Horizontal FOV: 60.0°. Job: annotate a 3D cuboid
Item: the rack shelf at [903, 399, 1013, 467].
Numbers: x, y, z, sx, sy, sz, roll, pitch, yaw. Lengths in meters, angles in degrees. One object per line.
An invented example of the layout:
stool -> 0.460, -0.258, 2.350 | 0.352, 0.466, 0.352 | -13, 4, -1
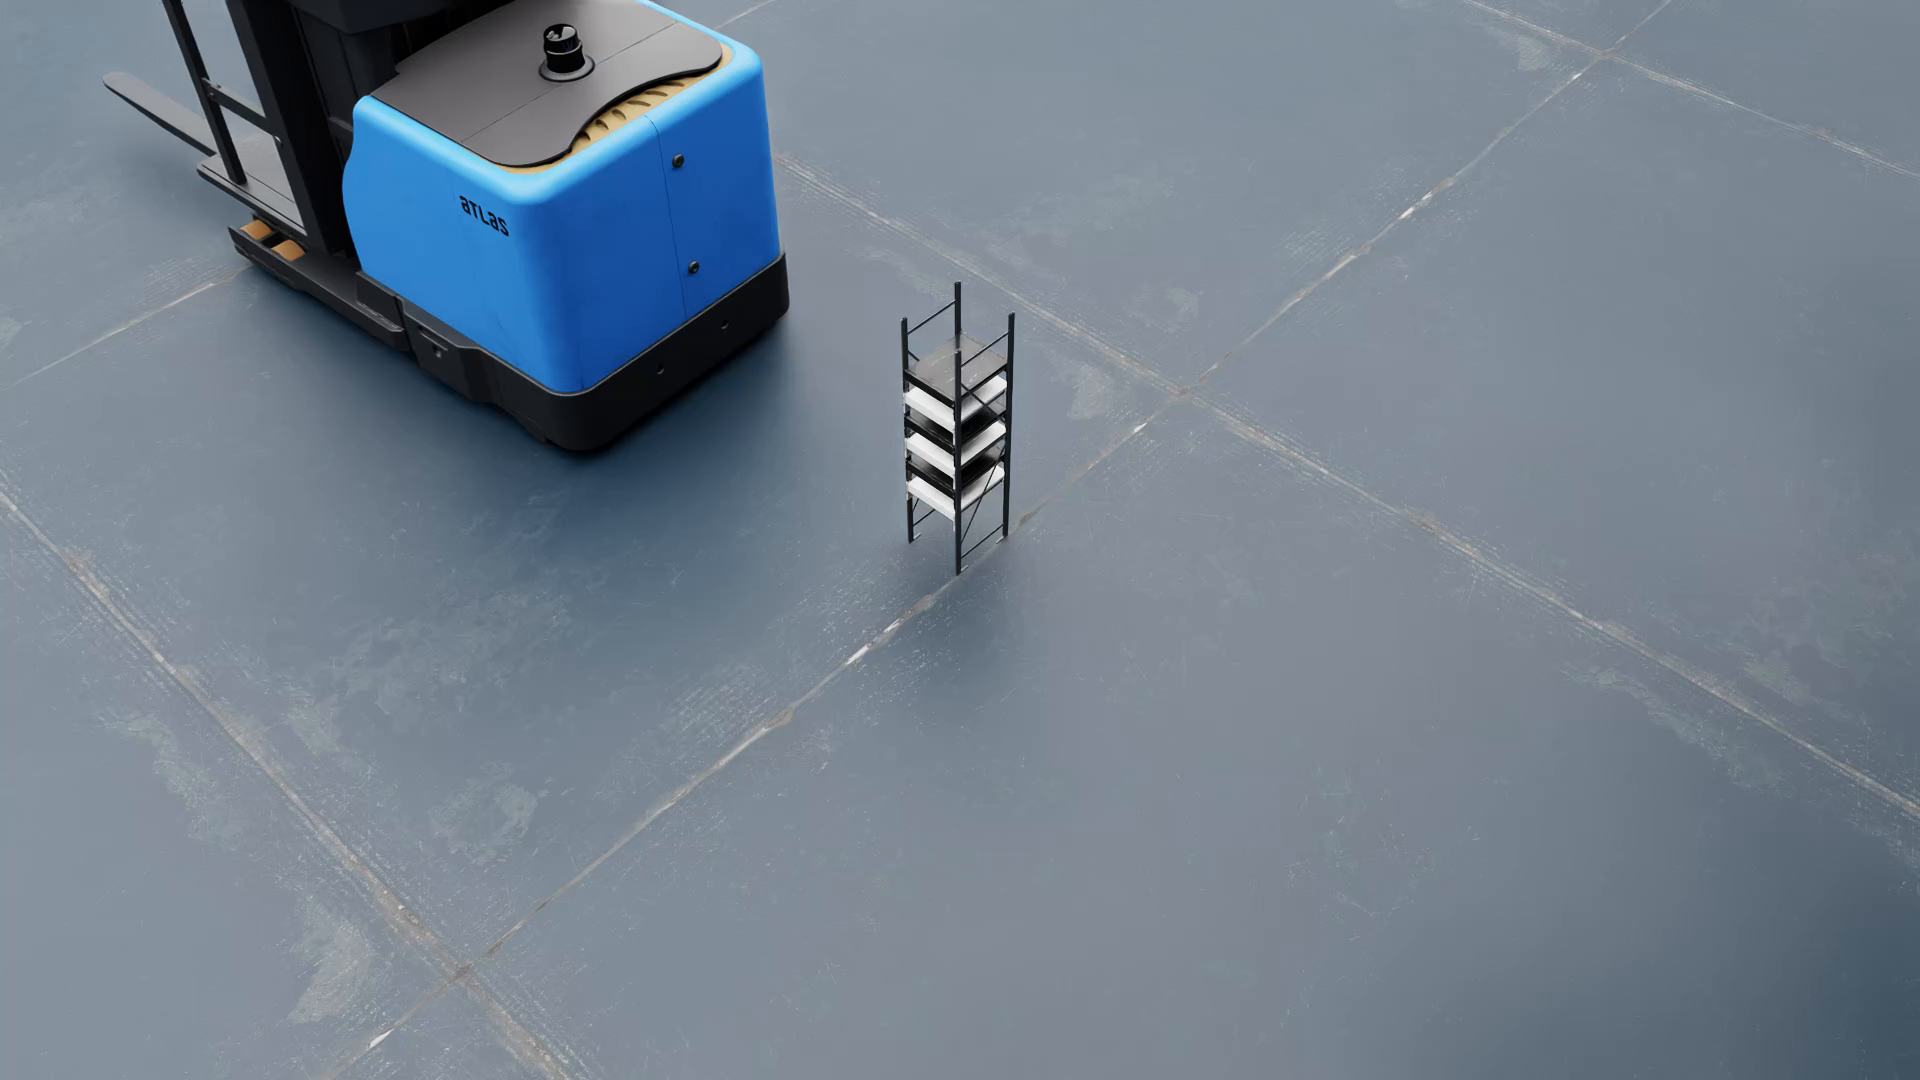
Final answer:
rack shelf -> -0.006, -0.351, 4.884 | 0.200, 0.077, 0.258 | 34, 55, 28

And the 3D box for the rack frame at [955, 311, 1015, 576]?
rack frame -> 0.069, -0.262, 4.879 | 0.006, 0.900, 0.240 | 34, 55, 28

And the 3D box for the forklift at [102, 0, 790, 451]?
forklift -> -2.071, -2.205, 5.310 | 3.031, 2.935, 1.130 | 31, 54, 26

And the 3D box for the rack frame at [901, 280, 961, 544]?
rack frame -> -0.081, -0.362, 4.973 | 0.006, 0.900, 0.240 | 34, 55, 28

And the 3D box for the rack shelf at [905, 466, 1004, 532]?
rack shelf -> -0.006, -0.166, 5.081 | 0.200, 0.077, 0.258 | 34, 55, 28

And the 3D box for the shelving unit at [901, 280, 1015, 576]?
shelving unit -> -0.006, -0.312, 4.926 | 0.210, 0.900, 0.258 | 34, 55, 28

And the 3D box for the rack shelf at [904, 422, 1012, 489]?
rack shelf -> -0.006, -0.289, 4.950 | 0.200, 0.077, 0.258 | 34, 55, 28

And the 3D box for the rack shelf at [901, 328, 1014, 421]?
rack shelf -> -0.006, -0.474, 4.753 | 0.200, 0.077, 0.258 | 34, 55, 28

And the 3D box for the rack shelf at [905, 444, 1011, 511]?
rack shelf -> -0.006, -0.228, 5.016 | 0.200, 0.077, 0.258 | 34, 55, 28

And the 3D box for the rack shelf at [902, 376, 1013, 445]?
rack shelf -> -0.006, -0.412, 4.819 | 0.200, 0.077, 0.258 | 34, 55, 28
